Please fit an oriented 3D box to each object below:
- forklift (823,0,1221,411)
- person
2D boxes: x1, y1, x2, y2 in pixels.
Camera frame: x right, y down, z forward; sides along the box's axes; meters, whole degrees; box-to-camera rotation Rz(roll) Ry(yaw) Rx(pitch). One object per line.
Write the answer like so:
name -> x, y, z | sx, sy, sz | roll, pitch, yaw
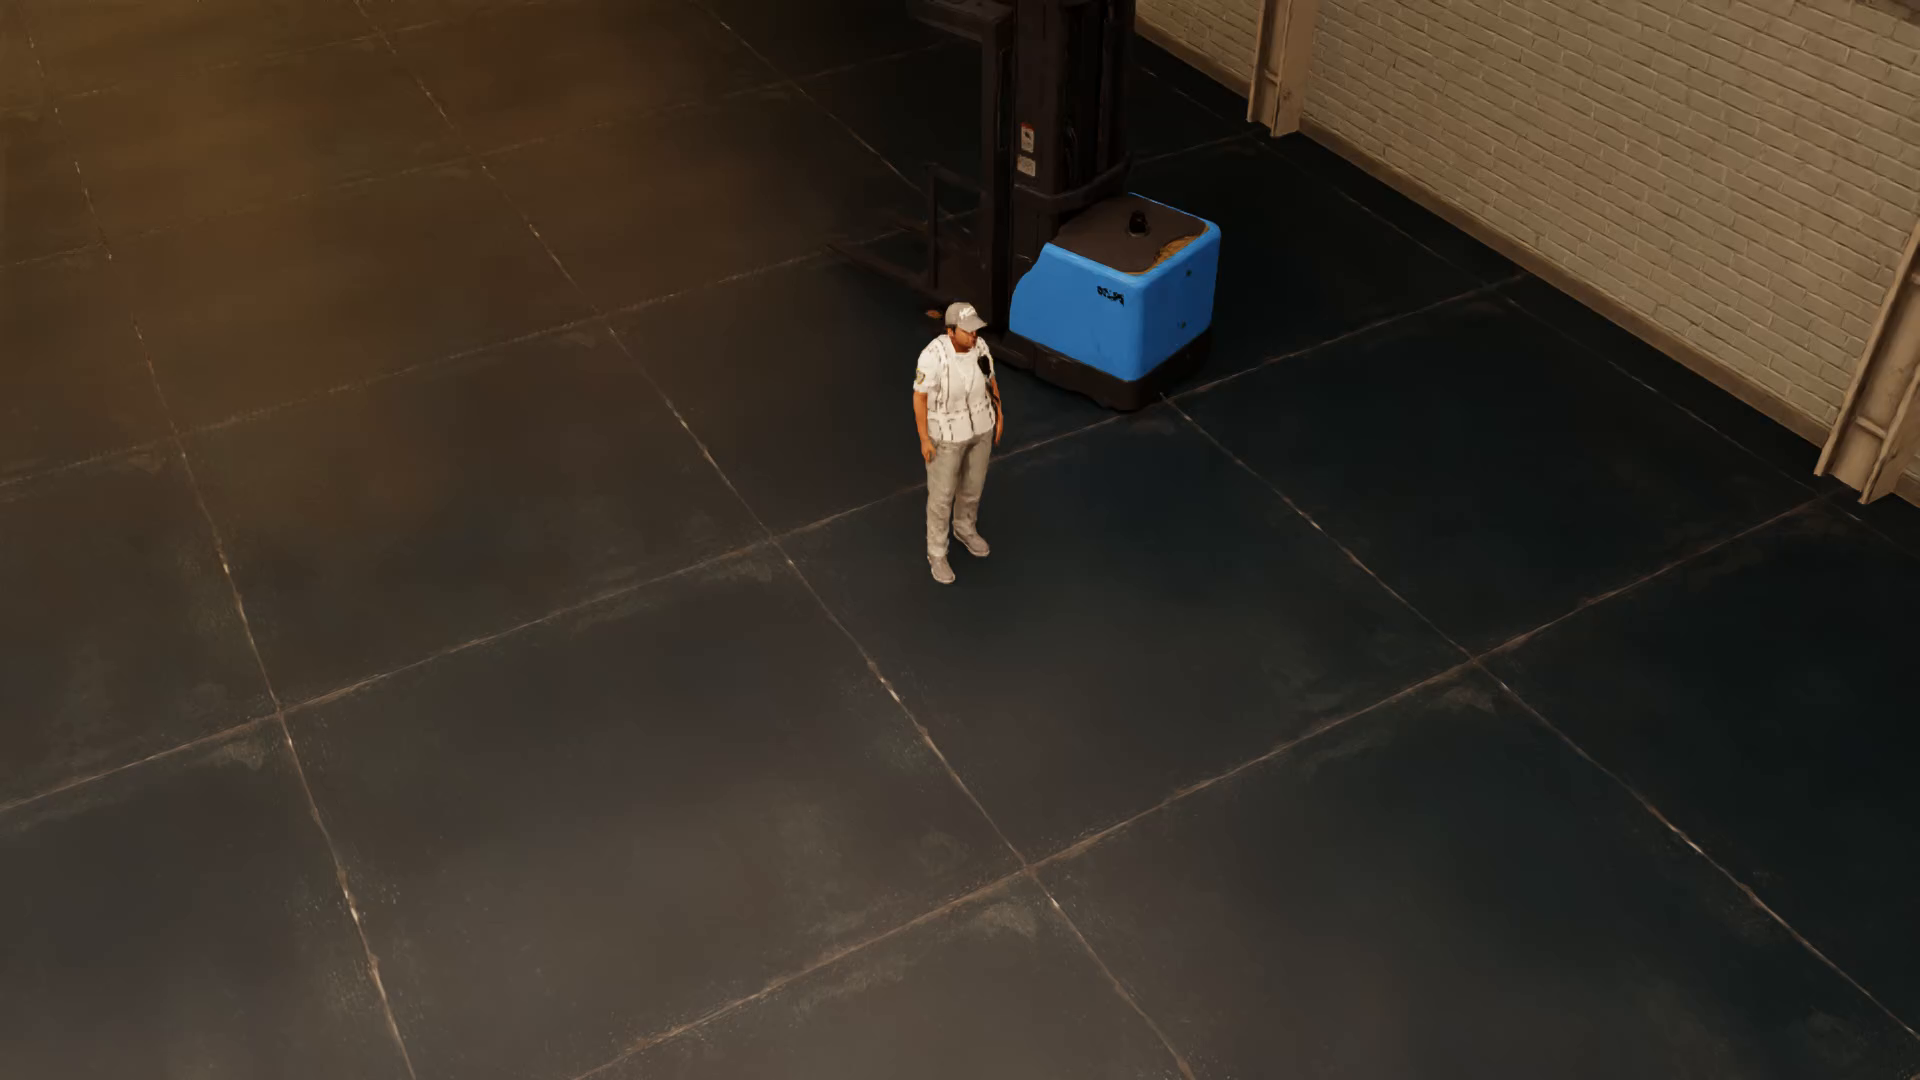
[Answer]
forklift -> 0.326, -2.794, 11.405 | 3.031, 2.935, 1.130 | 28, 47, 30
person -> 0.019, -0.597, 9.736 | 0.598, 1.669, 0.529 | -20, 44, -23
